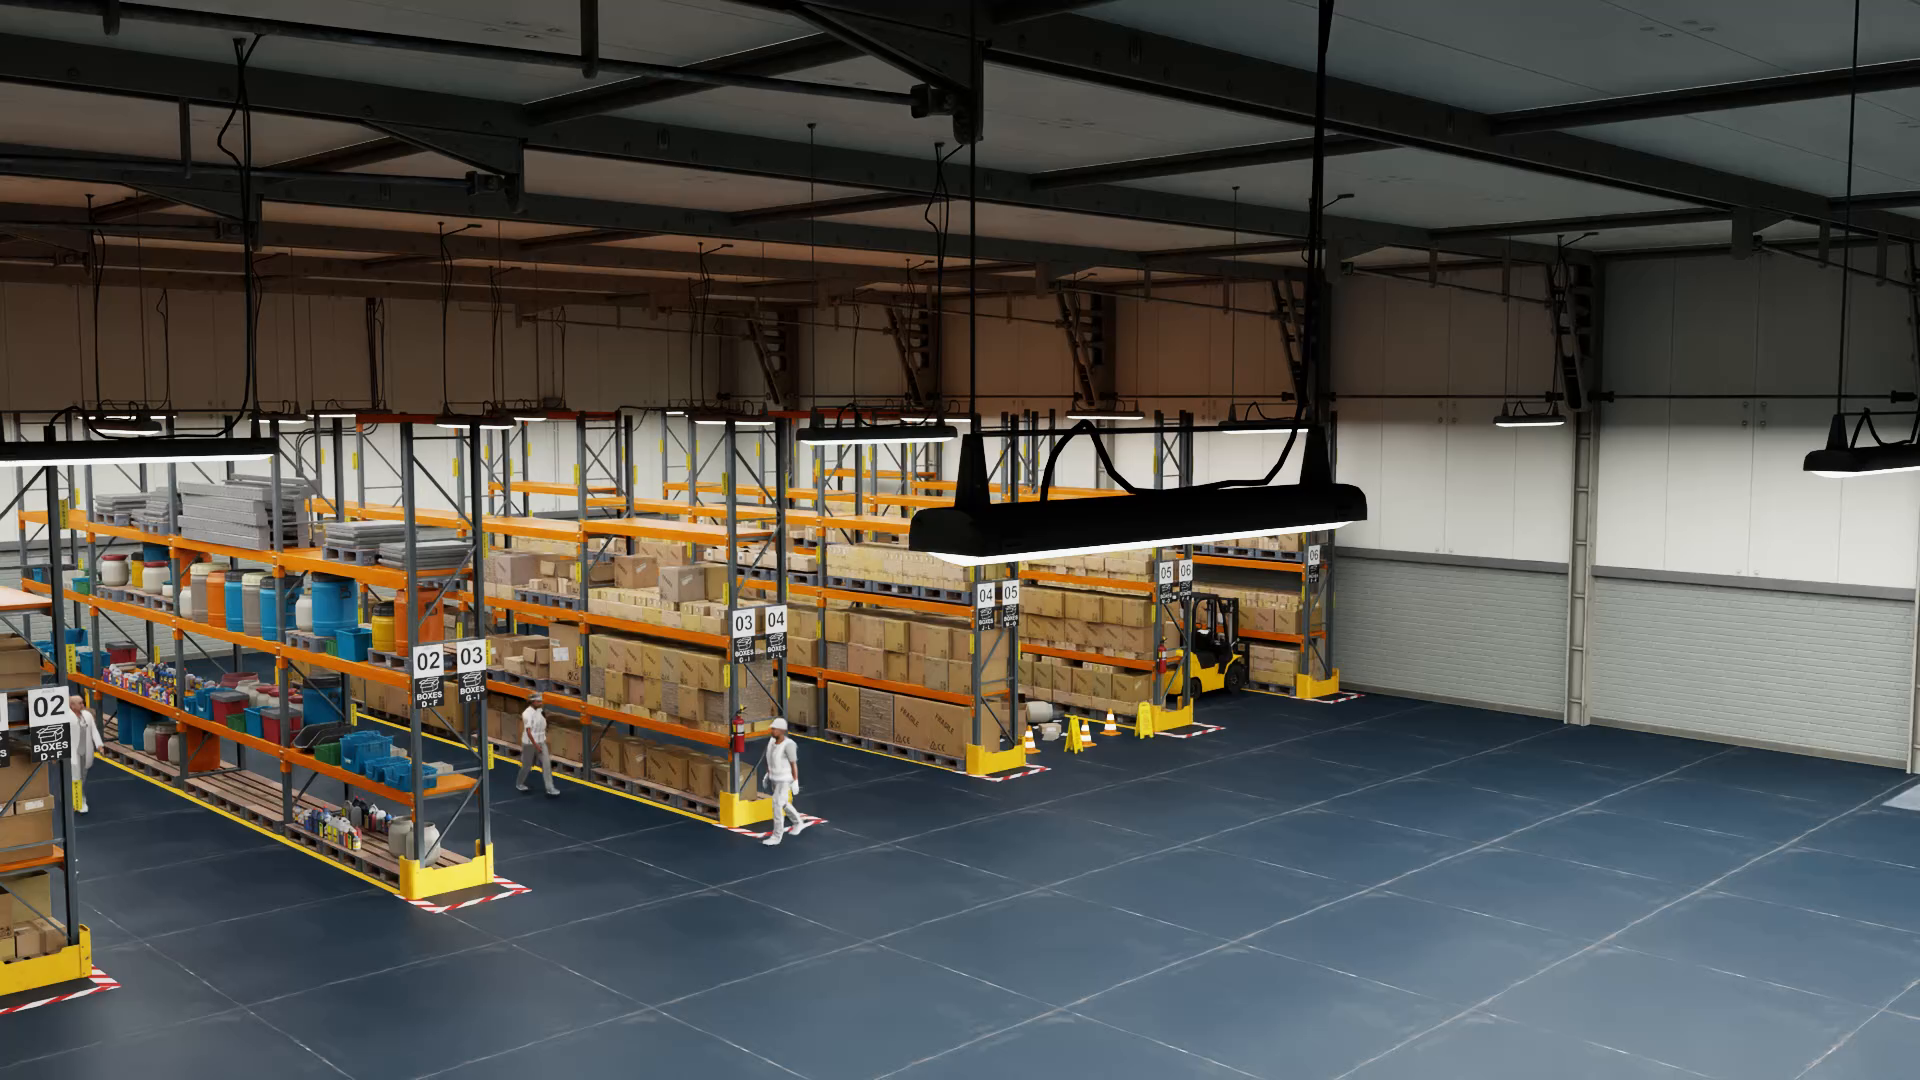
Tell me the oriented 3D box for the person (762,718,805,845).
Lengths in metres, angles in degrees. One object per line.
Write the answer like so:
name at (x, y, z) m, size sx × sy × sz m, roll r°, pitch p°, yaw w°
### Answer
person at (-2.524, 3.402, 23.659) m, size 0.841 × 1.764 × 0.549 m, roll -3°, pitch 6°, yaw -35°

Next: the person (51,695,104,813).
person at (-13.470, 3.242, 25.425) m, size 1.114 × 1.701 × 0.694 m, roll 4°, pitch 6°, yaw 40°

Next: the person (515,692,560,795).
person at (-6.713, 3.217, 26.434) m, size 0.981 × 1.610 × 0.439 m, roll 4°, pitch 6°, yaw 36°
